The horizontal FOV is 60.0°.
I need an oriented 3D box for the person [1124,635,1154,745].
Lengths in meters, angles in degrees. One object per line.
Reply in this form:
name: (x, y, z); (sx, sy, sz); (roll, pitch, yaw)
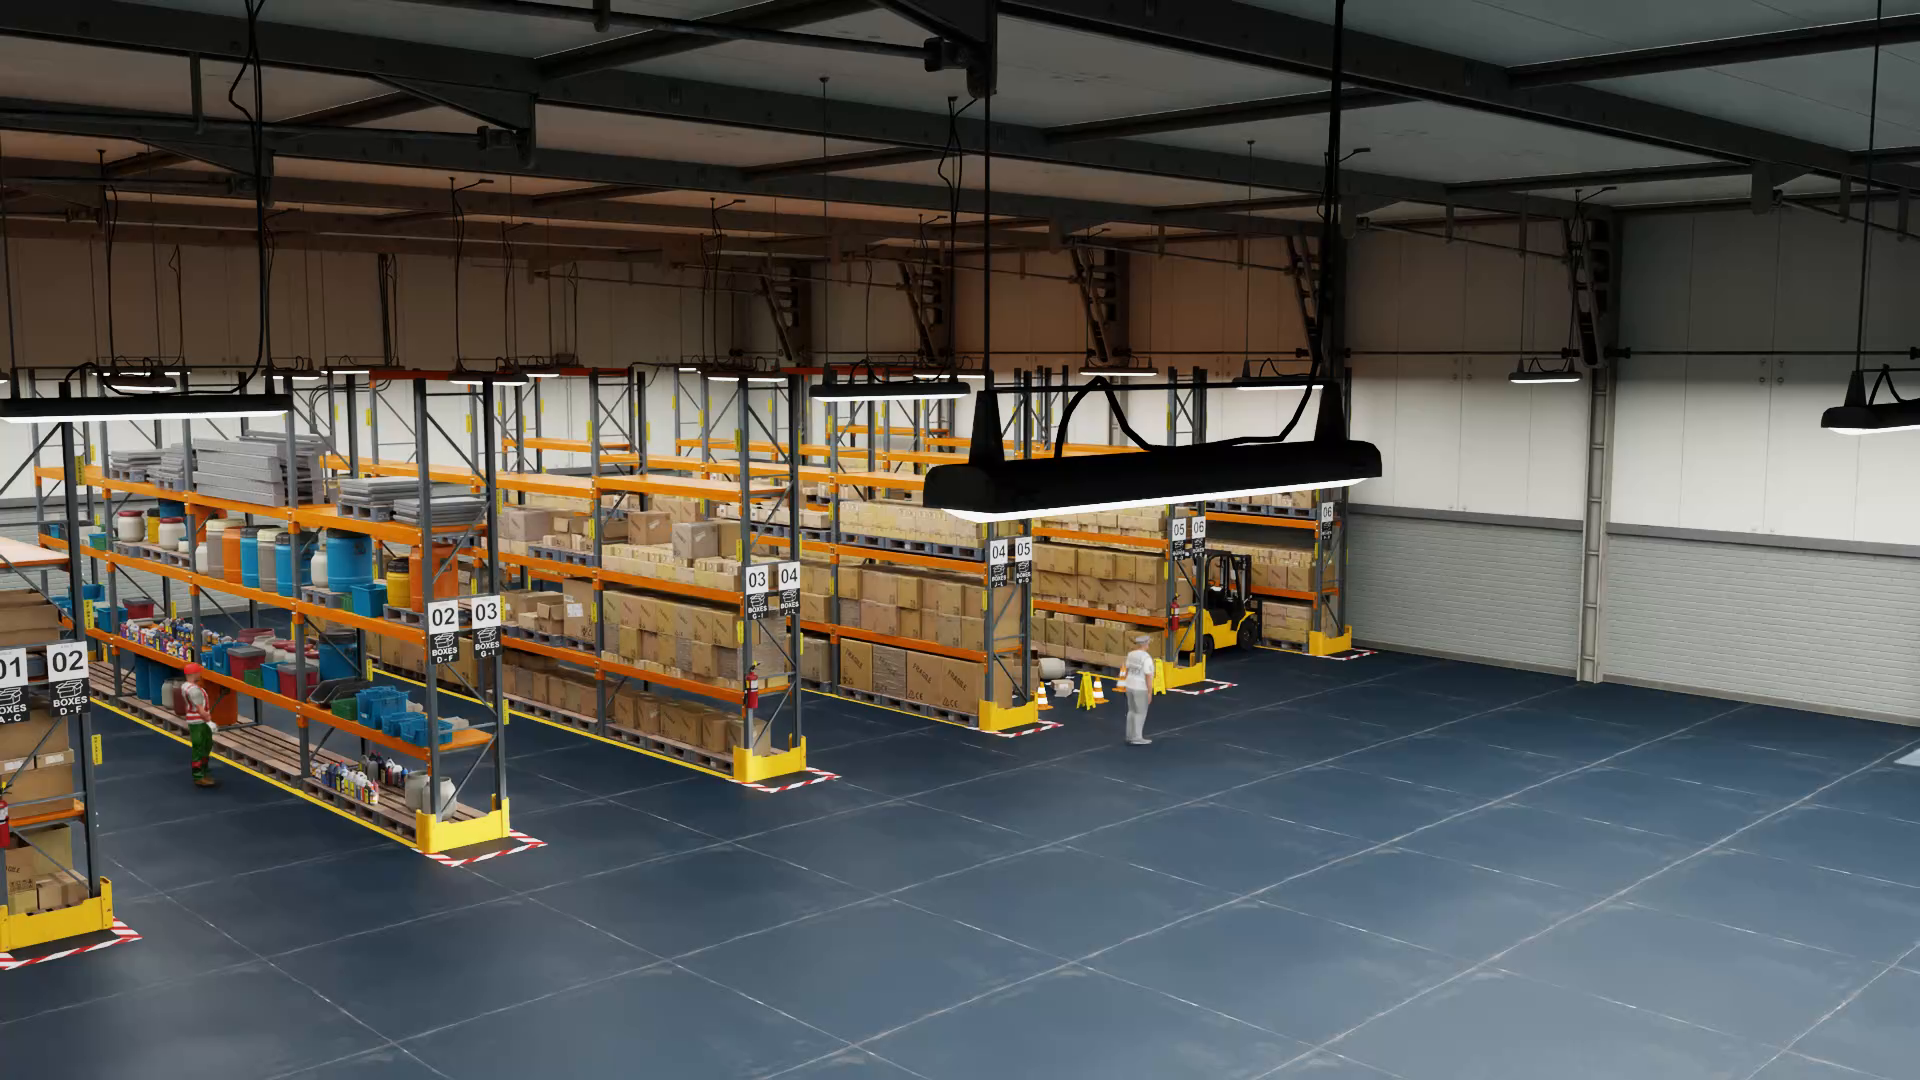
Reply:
person: (2.903, 2.422, 26.939); (0.407, 1.766, 0.622); (-4, 8, -34)

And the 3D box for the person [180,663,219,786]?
person: (-11.117, 2.707, 24.364); (0.561, 1.836, 0.569); (-1, 7, -12)
